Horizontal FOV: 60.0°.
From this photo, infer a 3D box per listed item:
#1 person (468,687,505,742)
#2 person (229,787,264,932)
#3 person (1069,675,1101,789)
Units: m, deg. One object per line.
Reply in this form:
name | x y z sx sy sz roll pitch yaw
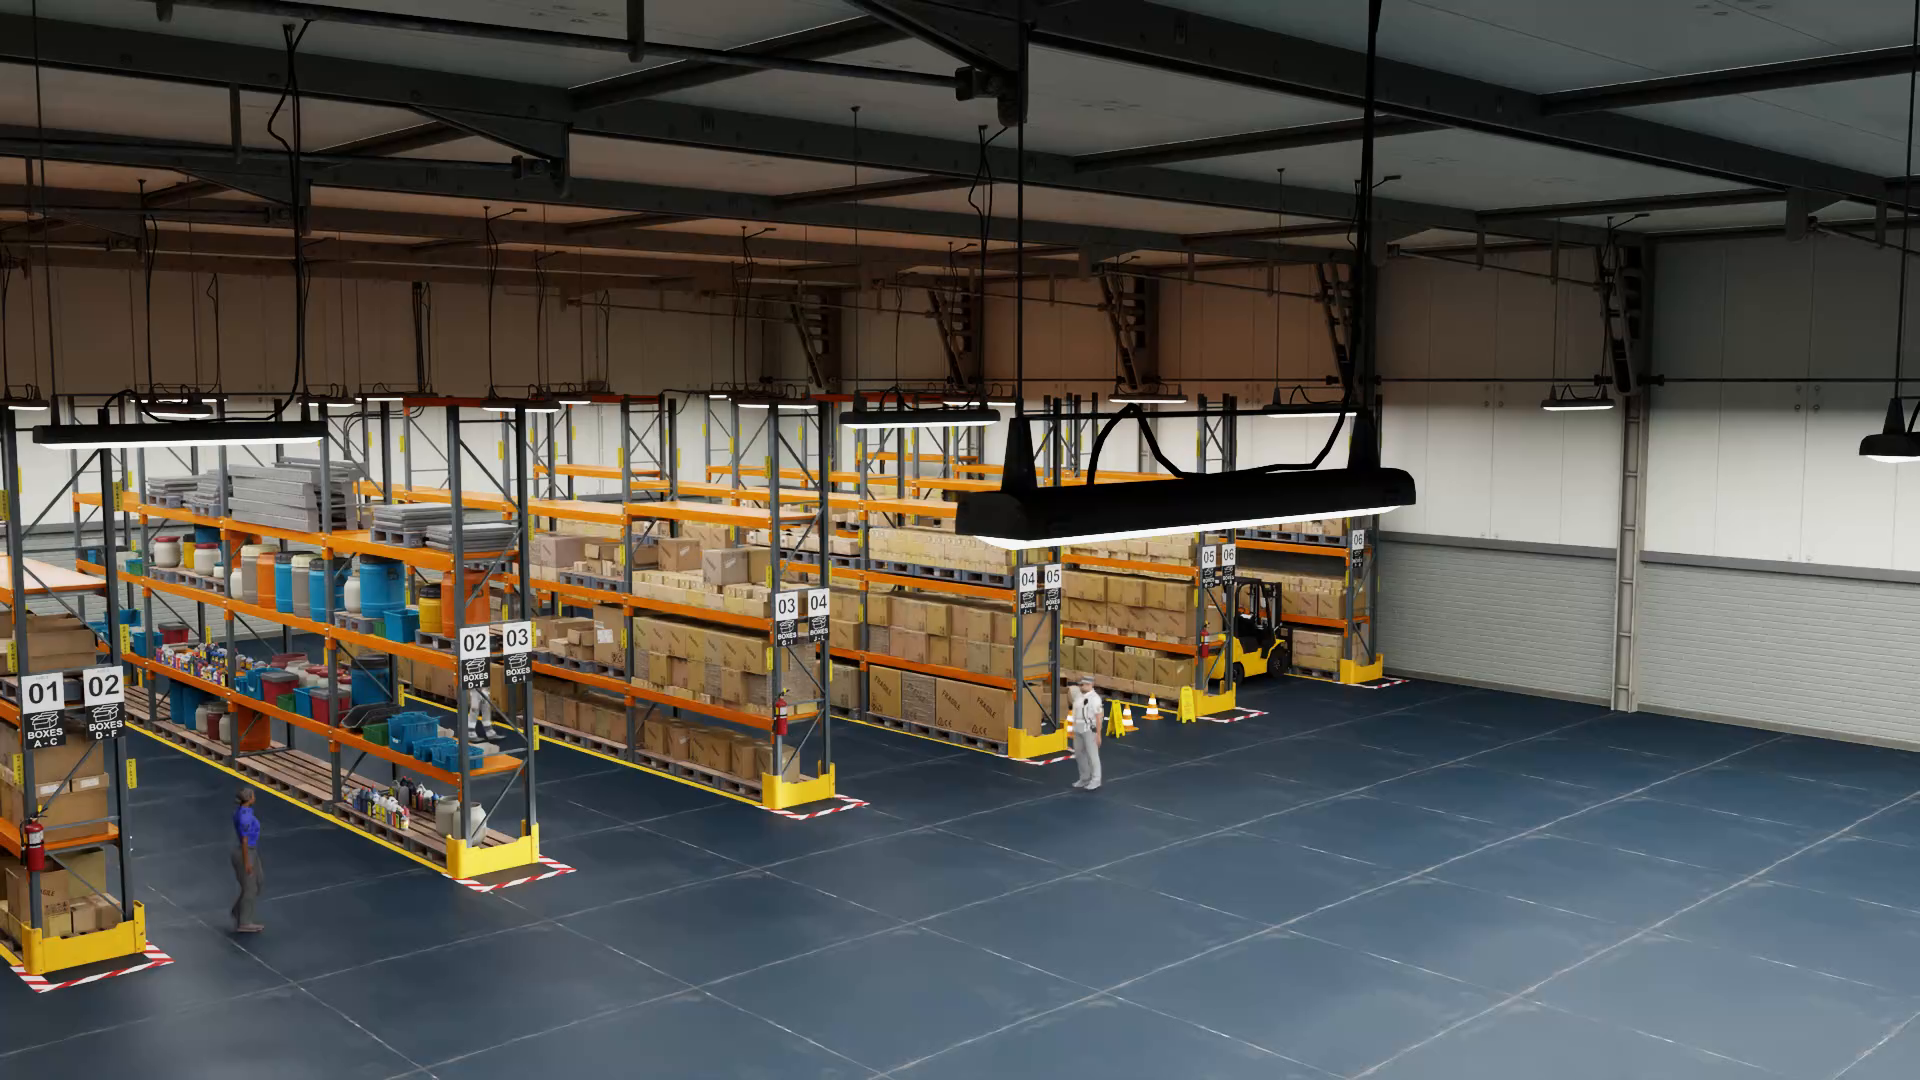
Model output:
person | -8.326 2.643 29.053 0.616 1.791 0.553 0 6 -2
person | -8.256 3.725 19.170 0.405 1.564 0.550 -2 6 -18
person | 1.948 2.976 25.756 0.414 1.805 0.668 -4 7 -39
